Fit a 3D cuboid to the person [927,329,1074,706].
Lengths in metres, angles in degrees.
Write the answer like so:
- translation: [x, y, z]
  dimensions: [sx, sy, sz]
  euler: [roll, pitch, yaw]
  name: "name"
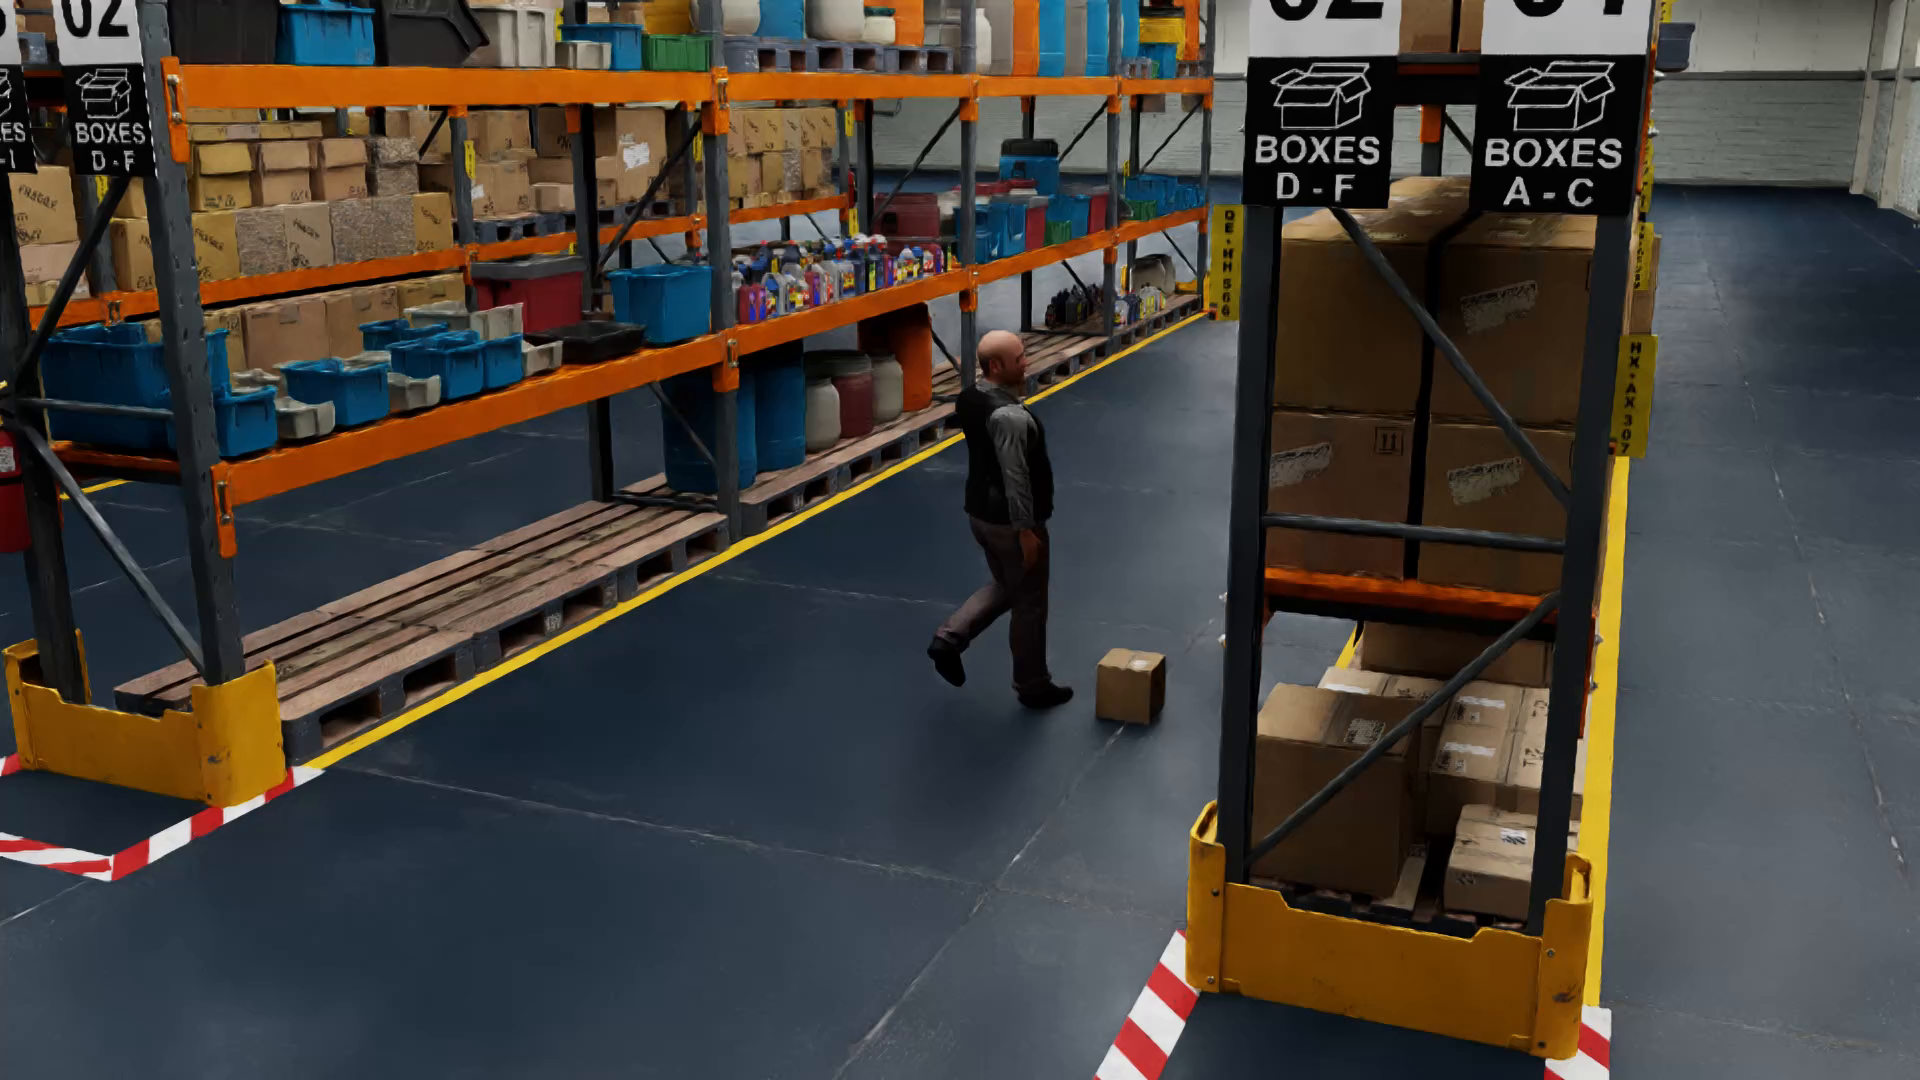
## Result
- translation: [0.211, -0.031, 7.342]
  dimensions: [0.692, 1.636, 0.563]
  euler: [-7, 17, -23]
  name: "person"
